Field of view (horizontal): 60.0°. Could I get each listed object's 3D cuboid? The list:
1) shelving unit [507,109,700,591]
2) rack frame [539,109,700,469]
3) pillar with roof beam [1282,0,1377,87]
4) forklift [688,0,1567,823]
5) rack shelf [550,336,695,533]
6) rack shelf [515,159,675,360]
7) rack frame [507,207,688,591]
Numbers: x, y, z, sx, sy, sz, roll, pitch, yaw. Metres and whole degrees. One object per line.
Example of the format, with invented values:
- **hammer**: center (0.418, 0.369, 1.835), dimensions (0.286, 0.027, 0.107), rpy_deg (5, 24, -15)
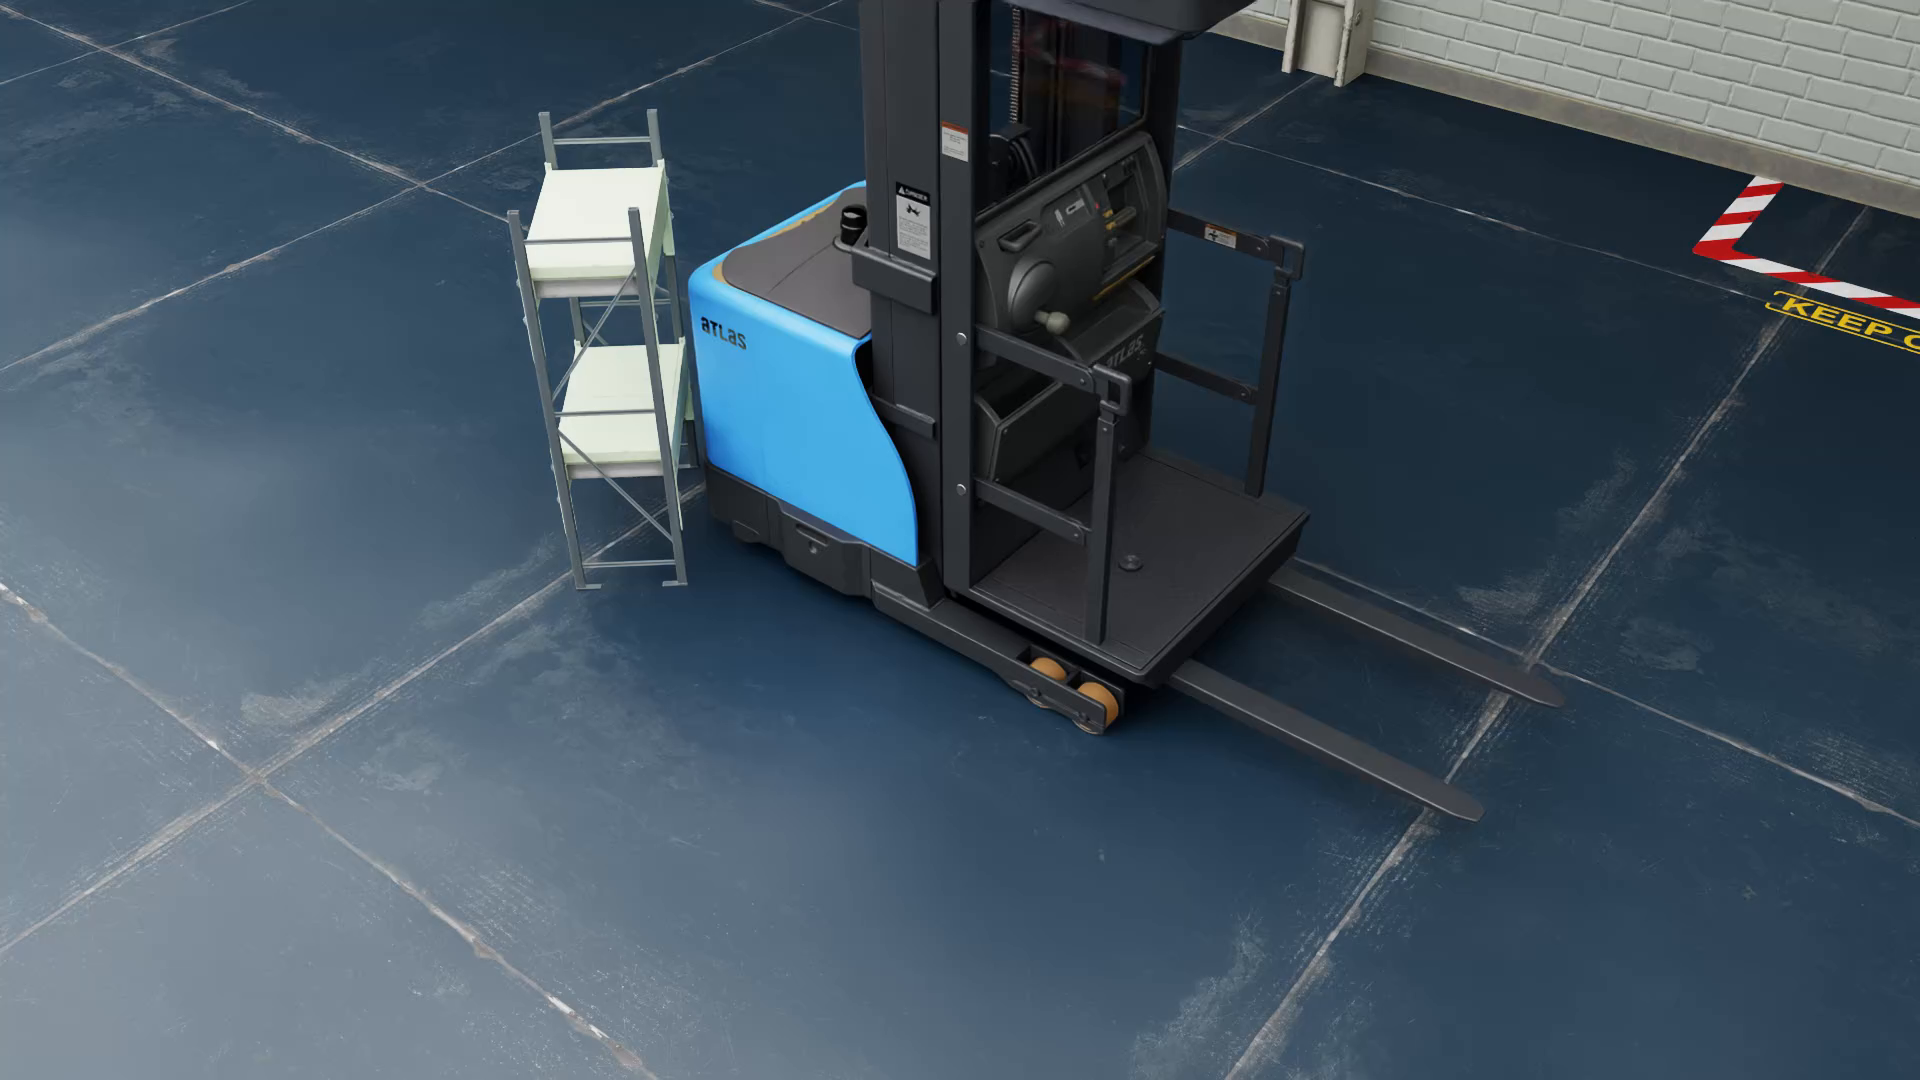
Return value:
- **shelving unit**: center (-1.213, -0.648, 5.861), dimensions (0.431, 1.500, 0.755), rpy_deg (-2, 38, -3)
- **rack frame**: center (-1.238, -0.873, 6.149), dimensions (0.400, 1.500, 0.023), rpy_deg (-2, 38, -3)
- **pillar with roof beam**: center (-0.477, -4.195, 4.309), dimensions (0.400, 9.000, 9.100), rpy_deg (25, 45, 29)
- **forklift**: center (0.522, -0.894, 5.014), dimensions (3.031, 2.935, 1.130), rpy_deg (26, 45, 29)
- **rack shelf**: center (-1.213, -0.391, 6.062), dimensions (0.431, 0.370, 0.720), rpy_deg (-2, 38, -3)
- **rack shelf**: center (-1.213, -0.955, 5.621), dimensions (0.431, 0.370, 0.720), rpy_deg (-2, 38, -3)
- **rack frame**: center (-1.189, -0.423, 5.574), dimensions (0.400, 1.500, 0.023), rpy_deg (-2, 38, -3)
